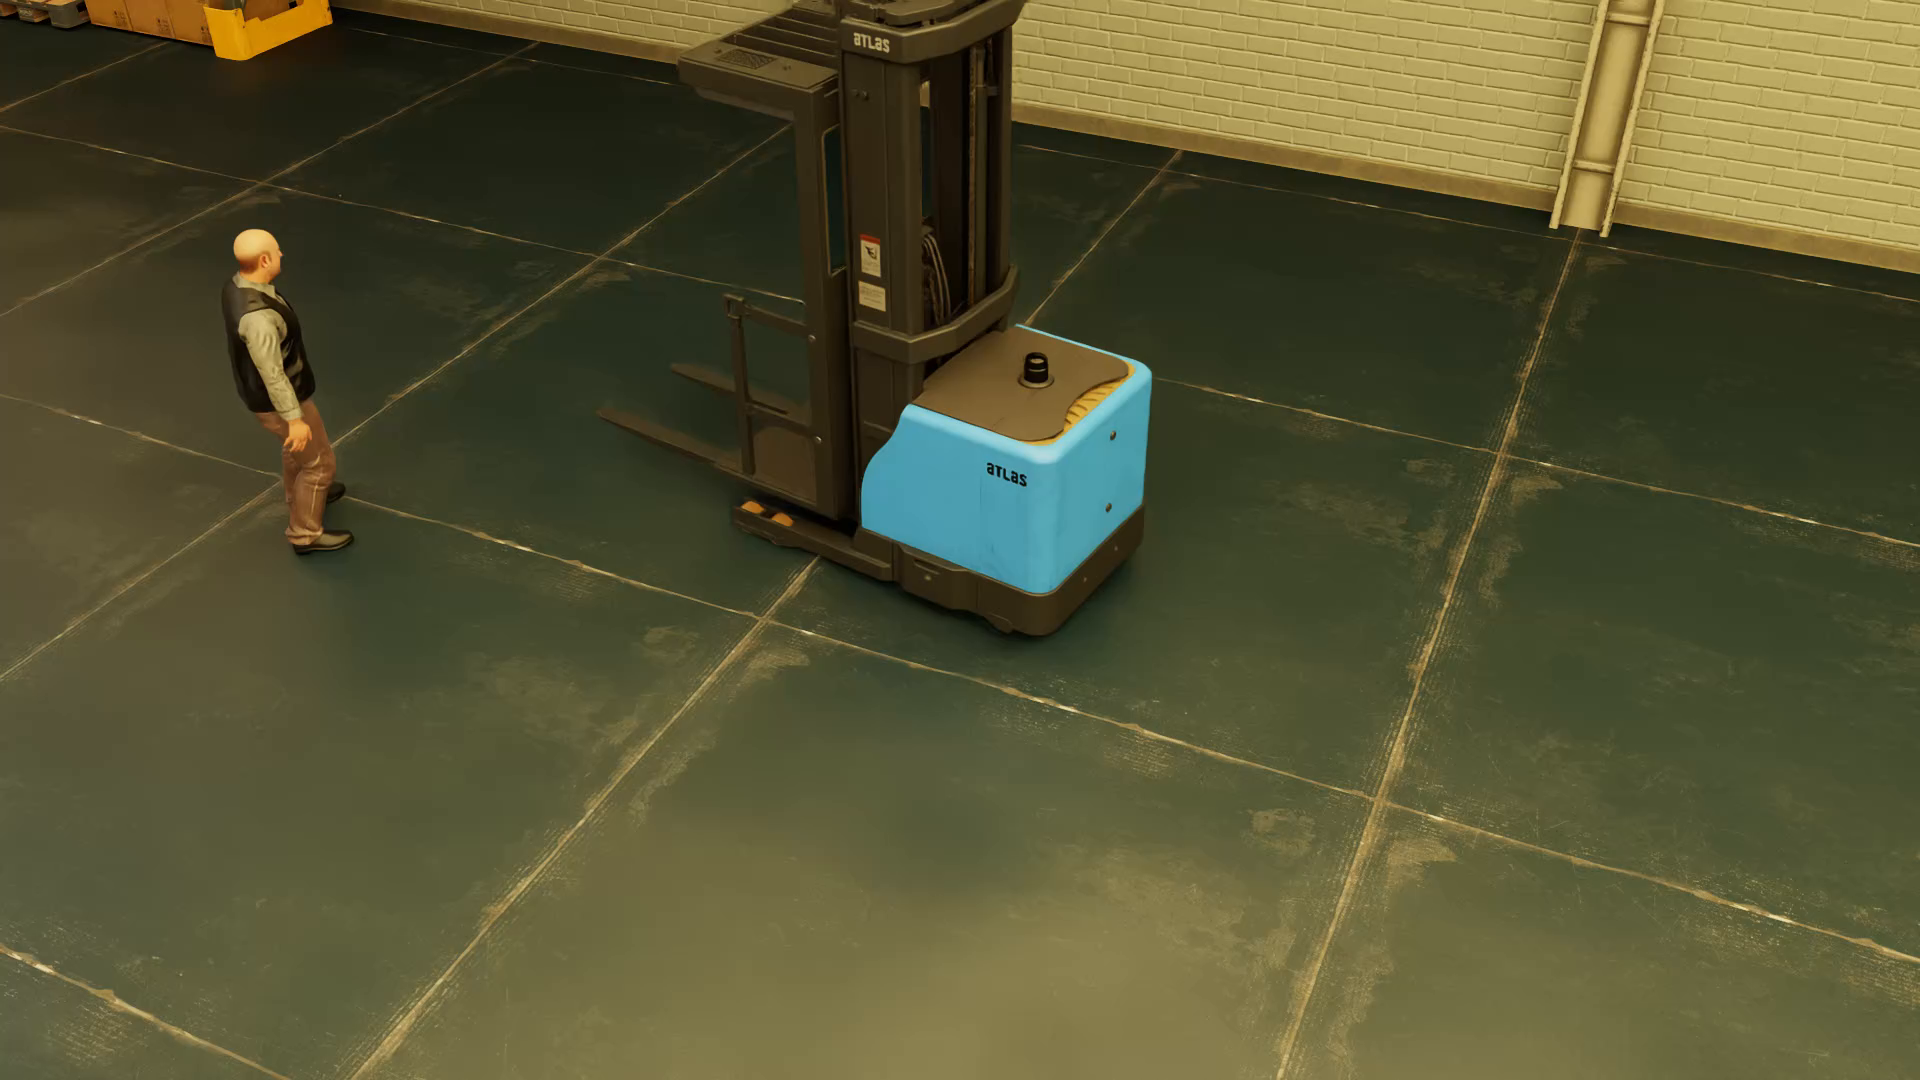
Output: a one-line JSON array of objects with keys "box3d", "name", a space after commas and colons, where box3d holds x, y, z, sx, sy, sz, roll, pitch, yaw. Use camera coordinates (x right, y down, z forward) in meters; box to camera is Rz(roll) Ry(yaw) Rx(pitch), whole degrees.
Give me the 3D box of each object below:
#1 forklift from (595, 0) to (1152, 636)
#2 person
[{"box3d": [-0.579, -1.396, 8.044, 3.031, 2.935, 1.130, 21, 41, 27], "name": "forklift"}, {"box3d": [-3.314, -0.732, 8.175, 0.420, 1.698, 0.749, -21, 40, -26], "name": "person"}]
